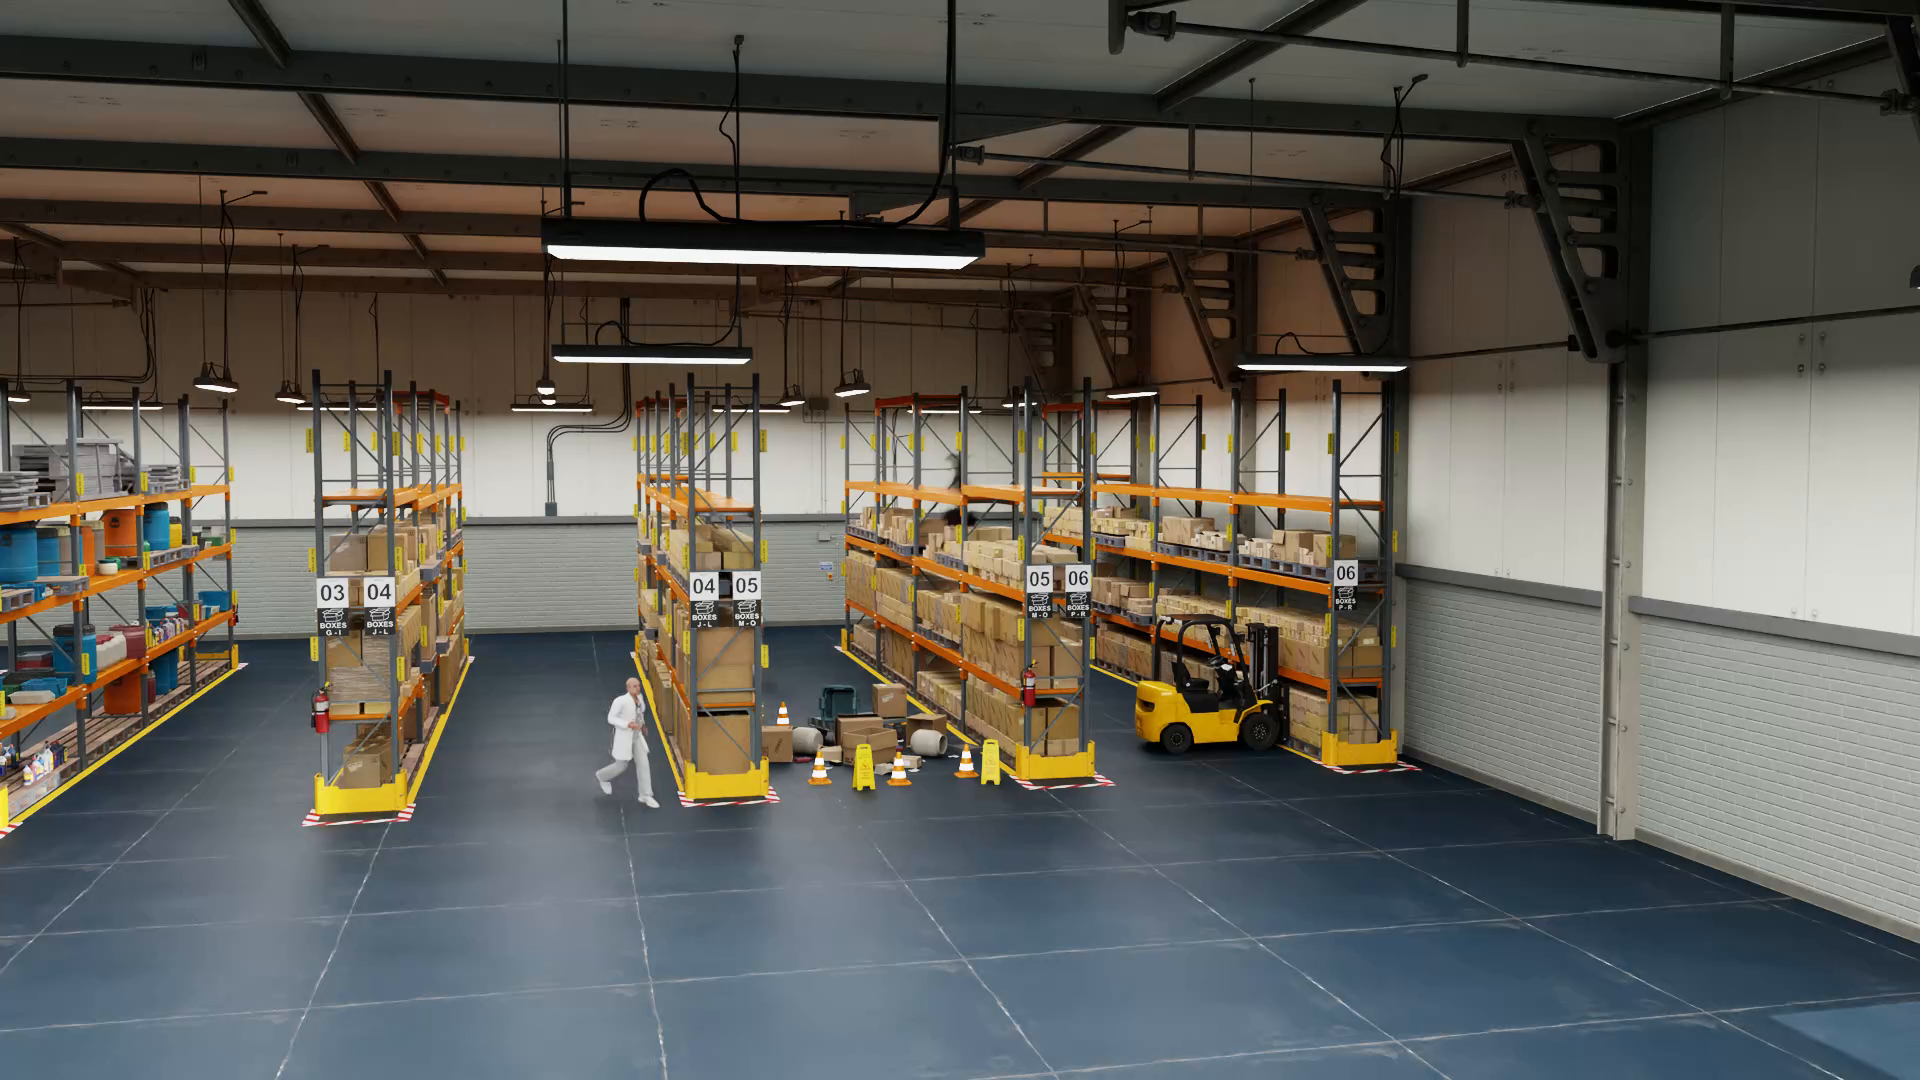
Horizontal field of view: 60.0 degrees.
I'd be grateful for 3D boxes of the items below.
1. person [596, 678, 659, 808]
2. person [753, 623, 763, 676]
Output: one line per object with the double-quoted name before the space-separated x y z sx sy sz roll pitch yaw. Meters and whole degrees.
"person" -4.602 2.801 23.056 1.185 1.718 0.721 3 4 39
"person" -4.545 2.168 35.747 0.603 1.634 0.876 0 3 -4
